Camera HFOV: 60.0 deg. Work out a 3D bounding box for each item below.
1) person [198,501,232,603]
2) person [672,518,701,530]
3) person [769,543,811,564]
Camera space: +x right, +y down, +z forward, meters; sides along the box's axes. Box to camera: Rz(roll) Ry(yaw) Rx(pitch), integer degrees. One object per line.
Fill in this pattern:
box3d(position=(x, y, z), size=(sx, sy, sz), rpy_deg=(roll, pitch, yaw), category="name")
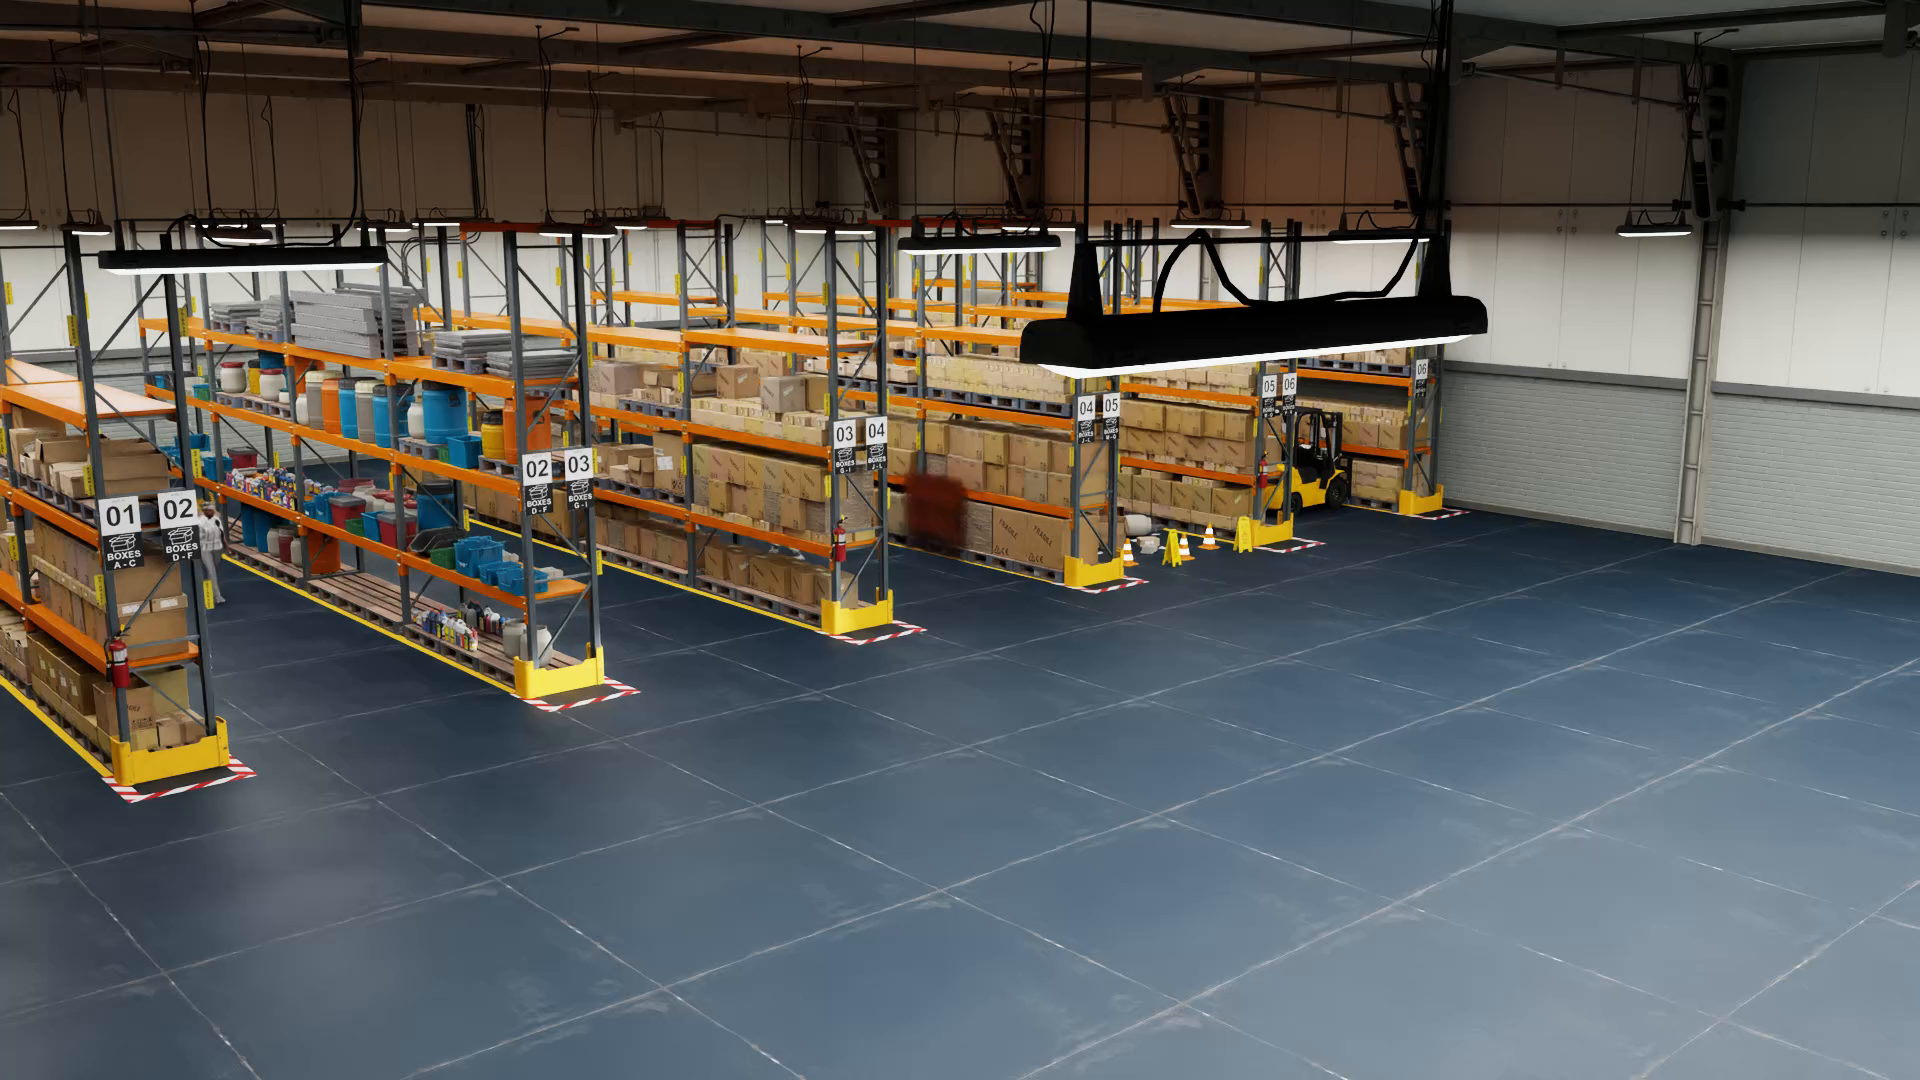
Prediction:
box3d(position=(-12.132, 0.151, 26.936), size=(0.542, 1.615, 1.033), rpy_deg=(-11, 16, -43), category="person")
box3d(position=(-5.247, -0.878, 32.253), size=(1.012, 1.529, 0.440), rpy_deg=(8, 14, 35), category="person")
box3d(position=(-3.018, -0.442, 29.585), size=(1.093, 1.737, 0.643), rpy_deg=(7, 14, 33), category="person")
